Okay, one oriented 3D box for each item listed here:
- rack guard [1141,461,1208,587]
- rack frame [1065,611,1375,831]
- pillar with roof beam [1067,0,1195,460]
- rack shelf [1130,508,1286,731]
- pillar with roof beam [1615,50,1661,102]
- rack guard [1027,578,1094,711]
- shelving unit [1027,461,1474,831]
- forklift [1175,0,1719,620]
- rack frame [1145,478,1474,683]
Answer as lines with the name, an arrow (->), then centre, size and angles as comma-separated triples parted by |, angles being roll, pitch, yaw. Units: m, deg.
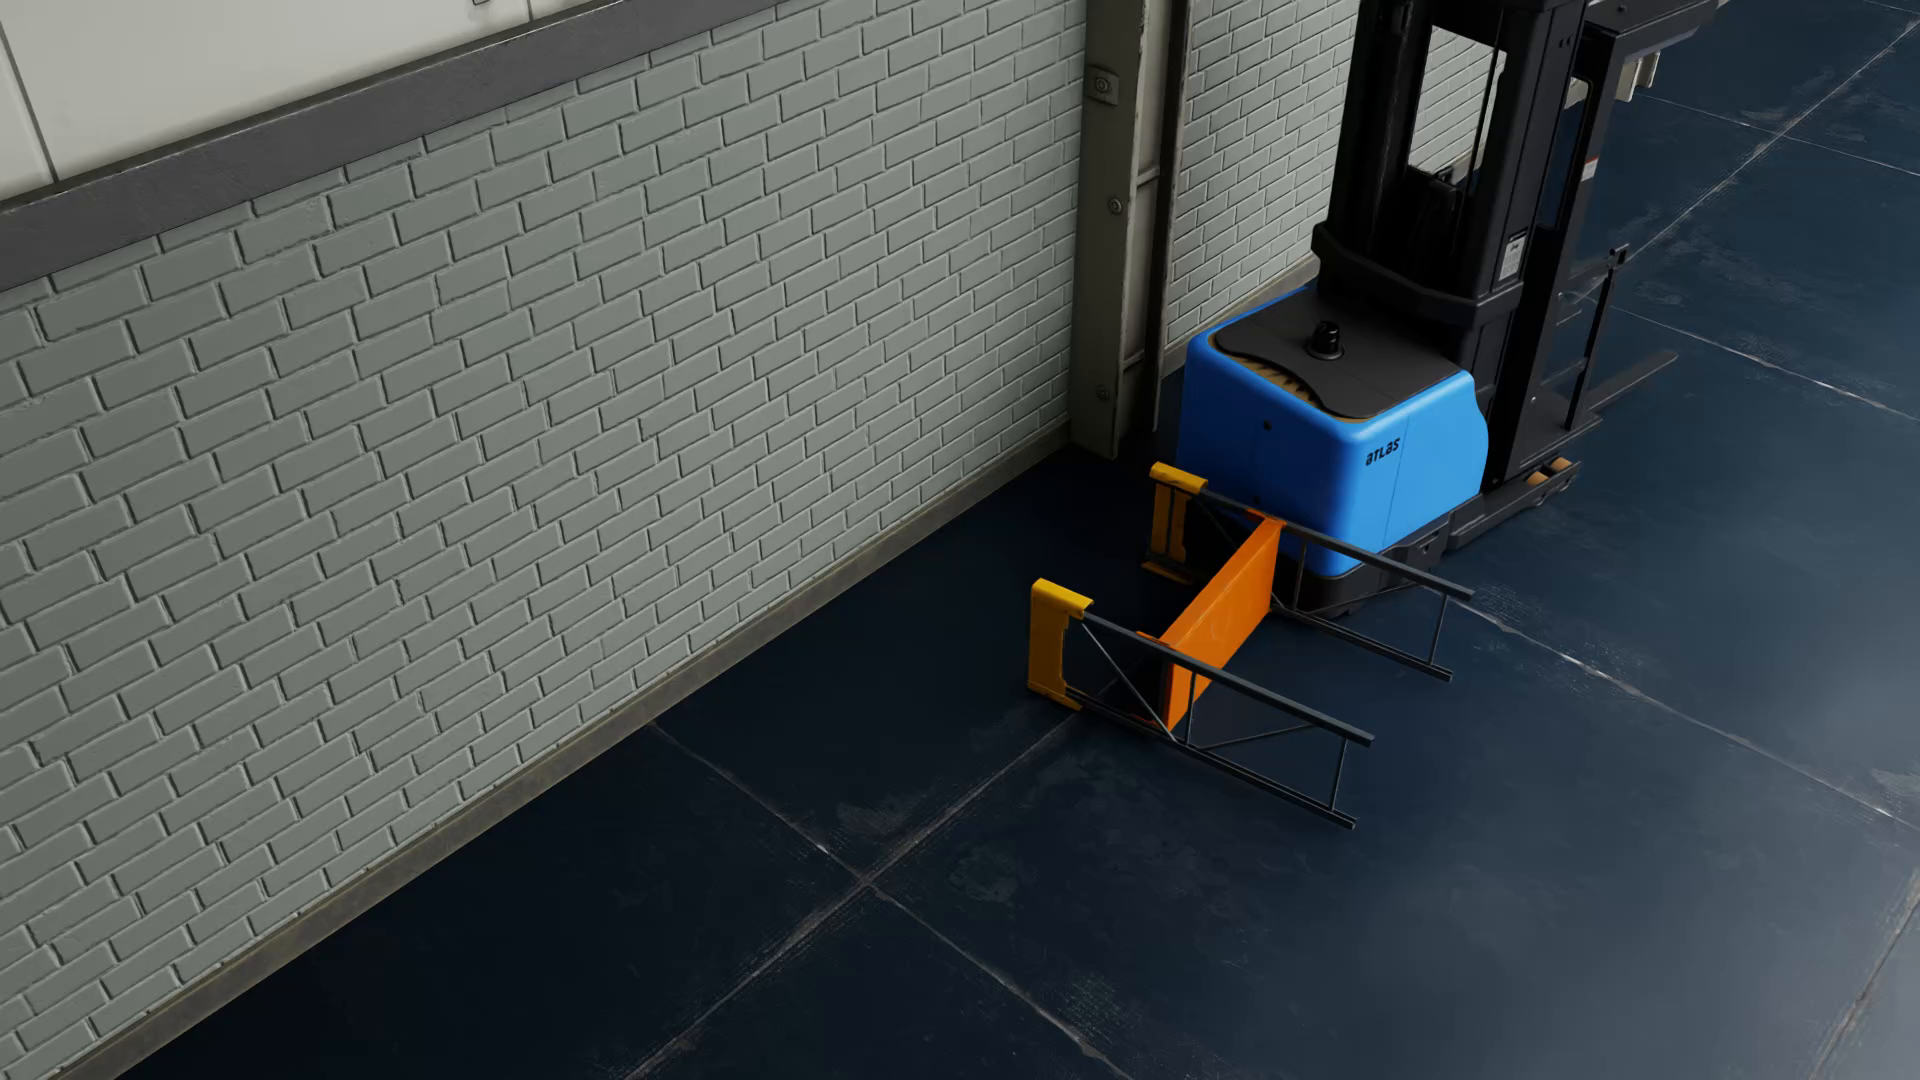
rack guard -> 0.980, -0.069, 7.628 | 0.250, 0.587, 0.087 | 23, 44, 26
rack frame -> 0.924, 0.672, 6.696 | 1.500, 0.500, 0.032 | 23, 44, 26
pillar with roof beam -> 3.974, -2.276, 3.666 | 9.100, 9.000, 0.400 | 30, 47, 32
rack shelf -> 1.062, 0.348, 7.104 | 0.185, 0.538, 1.000 | 23, 44, 26
pillar with roof beam -> 8.022, -5.033, 7.133 | 9.100, 9.000, 0.400 | 30, 47, 32
rack guard -> 0.419, 0.443, 6.984 | 0.250, 0.587, 0.087 | 23, 44, 26
shelving unit -> 1.216, 0.406, 7.030 | 1.500, 0.587, 1.083 | 23, 44, 26
forklift -> 2.472, -1.548, 7.626 | 3.031, 2.935, 1.130 | -26, 45, -29
rack frame -> 1.497, 0.150, 7.353 | 1.500, 0.500, 0.032 | 23, 44, 26
